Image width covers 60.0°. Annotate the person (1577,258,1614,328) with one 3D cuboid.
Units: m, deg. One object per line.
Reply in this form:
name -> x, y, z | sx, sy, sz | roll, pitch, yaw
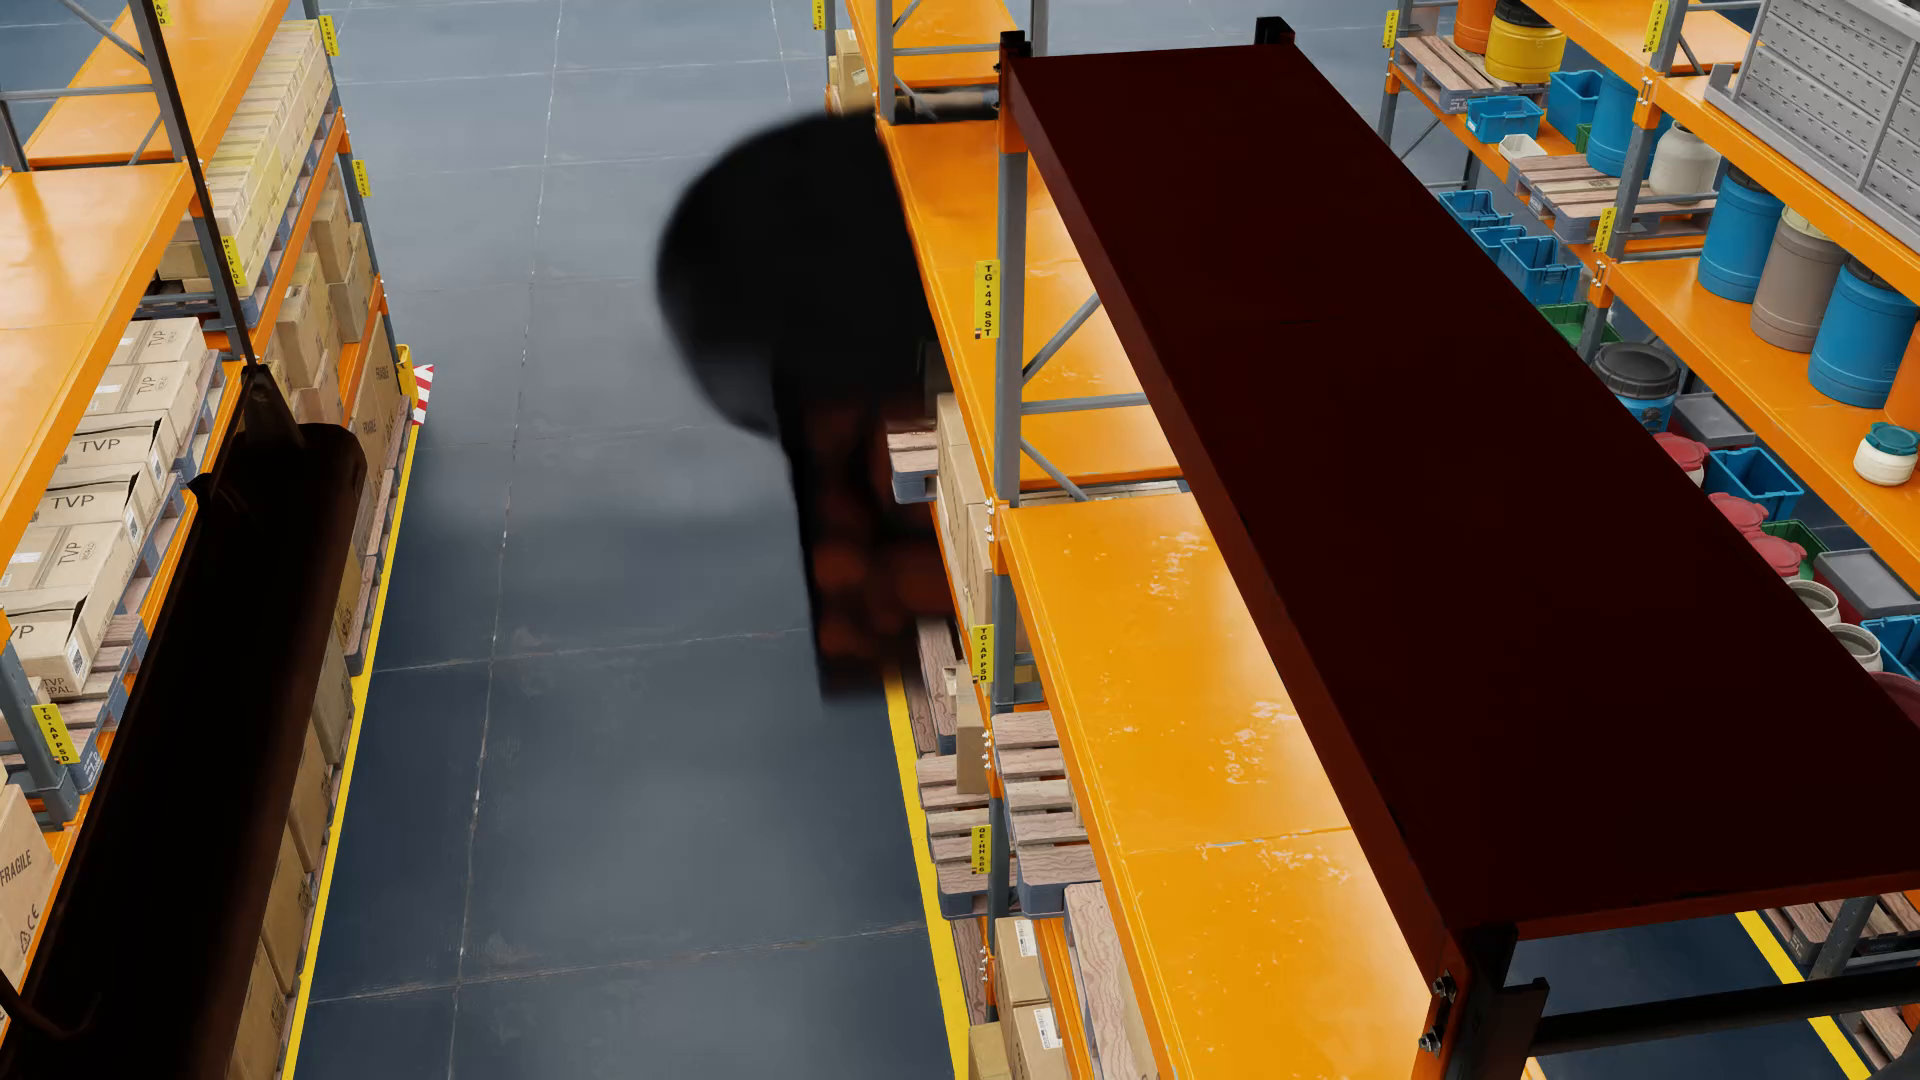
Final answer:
person -> 5.893, -2.719, 15.302 | 0.701, 1.781, 0.765 | -23, 42, -28
